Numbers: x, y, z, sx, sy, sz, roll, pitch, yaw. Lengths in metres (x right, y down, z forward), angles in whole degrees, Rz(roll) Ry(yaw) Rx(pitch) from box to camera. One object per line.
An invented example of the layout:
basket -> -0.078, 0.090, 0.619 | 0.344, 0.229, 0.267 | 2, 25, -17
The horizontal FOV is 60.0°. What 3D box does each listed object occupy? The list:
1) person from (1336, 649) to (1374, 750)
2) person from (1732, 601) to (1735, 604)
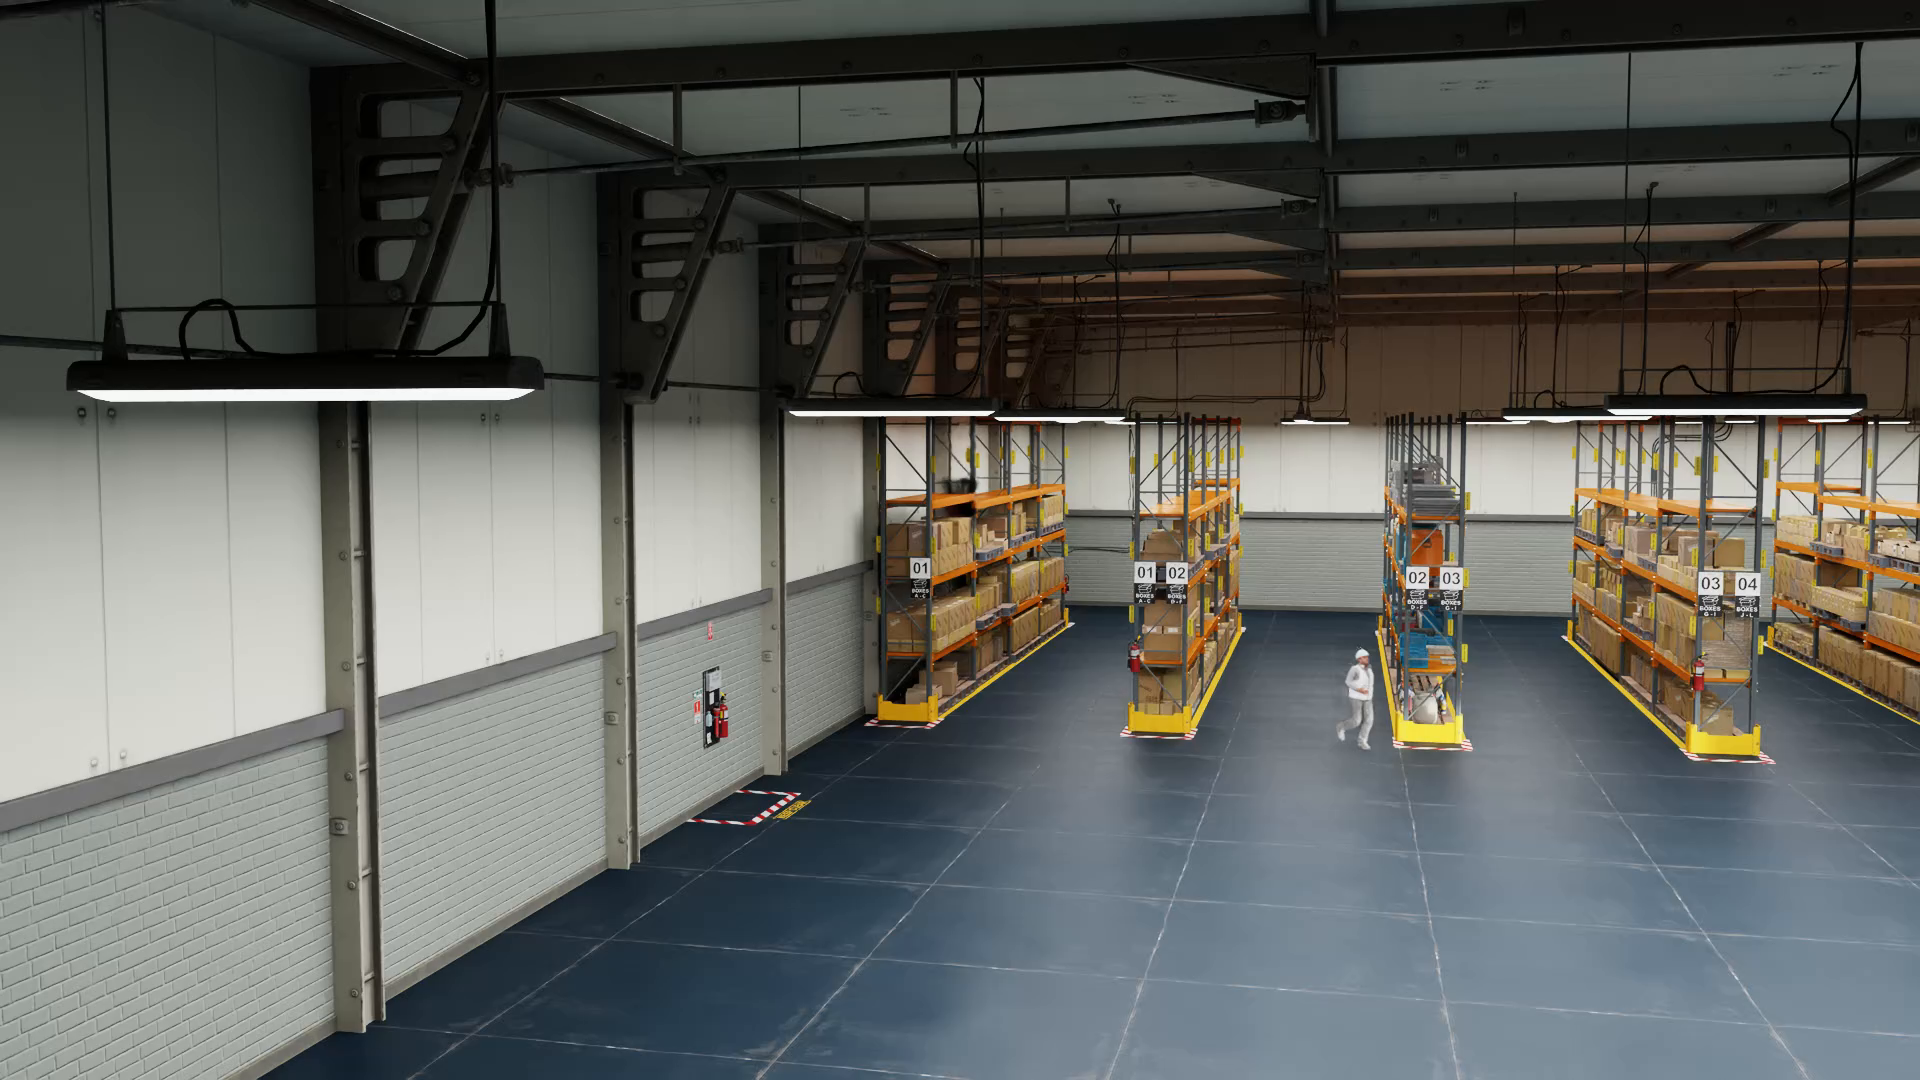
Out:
person -> 7.165, 2.841, 29.873 | 0.678, 1.766, 0.770 | -2, 5, -32
person -> 19.095, 2.132, 40.996 | 0.600, 1.676, 0.957 | 0, 4, 4
